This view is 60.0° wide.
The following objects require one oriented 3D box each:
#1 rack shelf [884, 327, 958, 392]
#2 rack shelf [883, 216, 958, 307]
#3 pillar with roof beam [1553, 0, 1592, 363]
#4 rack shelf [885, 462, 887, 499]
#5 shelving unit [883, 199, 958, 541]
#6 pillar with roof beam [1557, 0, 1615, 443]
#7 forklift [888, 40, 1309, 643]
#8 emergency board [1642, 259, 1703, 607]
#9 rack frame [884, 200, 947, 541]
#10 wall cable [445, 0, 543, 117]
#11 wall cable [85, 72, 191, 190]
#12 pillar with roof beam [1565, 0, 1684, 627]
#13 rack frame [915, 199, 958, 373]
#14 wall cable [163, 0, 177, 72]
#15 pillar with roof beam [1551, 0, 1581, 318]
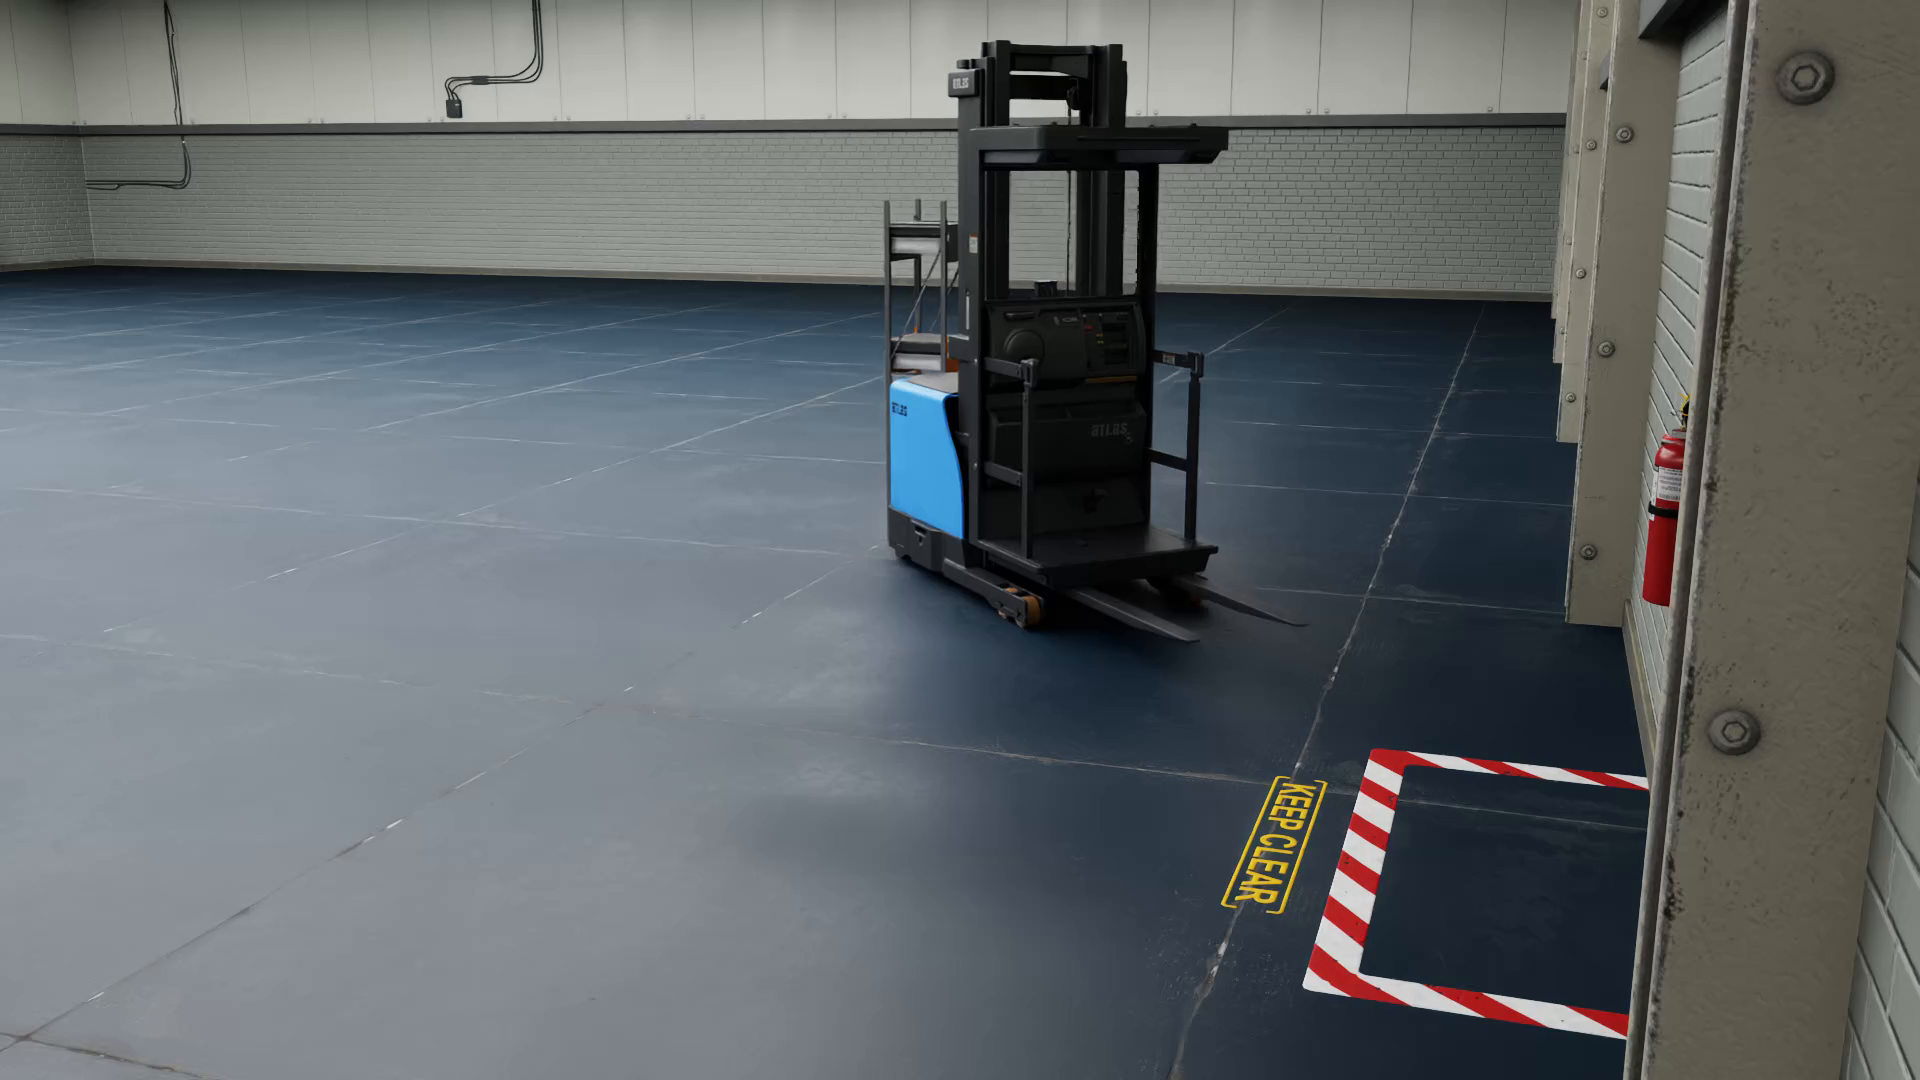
[{"bbox_3d":[-0.182,-1.041,10.389,0.431,0.518,0.480,5,14,20],"label":"rack shelf"},{"bbox_3d":[-0.182,-1.723,10.234,0.431,0.518,0.480,5,14,20],"label":"rack shelf"},{"bbox_3d":[3.156,-6.826,20.172,9.100,9.000,0.400,4,14,18],"label":"pillar with roof beam"},{"bbox_3d":[-0.182,-0.358,10.545,0.431,0.518,0.480,5,14,20],"label":"rack shelf"},{"bbox_3d":[-0.182,-1.054,10.386,0.431,2.100,0.503,5,14,20],"label":"shelving unit"},{"bbox_3d":[1.215,-5.563,14.637,9.100,9.000,0.400,4,14,18],"label":"pillar with roof beam"},{"bbox_3d":[0.669,-1.090,8.676,1.130,2.935,3.031,-6,14,-25],"label":"forklift"},{"bbox_3d":[2.241,-0.319,5.145,0.194,1.169,0.643,4,14,18],"label":"emergency board"},{"bbox_3d":[-0.270,-1.003,10.164,0.400,2.100,0.015,5,14,20],"label":"rack frame"},{"bbox_3d":[-9.452,-11.544,33.199,2.305,6.003,0.169,4,14,18],"label":"wall cable"},{"bbox_3d":[-18.430,-9.059,36.932,3.097,2.526,0.112,4,14,18],"label":"wall cable"},{"bbox_3d":[-0.726,-4.300,9.103,9.100,9.000,0.400,4,14,18],"label":"pillar with roof beam"},{"bbox_3d":[-0.095,-1.104,10.608,0.400,2.100,0.015,5,14,20],"label":"rack frame"},{"bbox_3d":[-15.870,-11.326,35.516,3.097,2.526,0.112,4,14,18],"label":"wall cable"},{"bbox_3d":[5.098,-8.089,25.707,9.100,9.000,0.400,4,14,18],"label":"pillar with roof beam"}]
